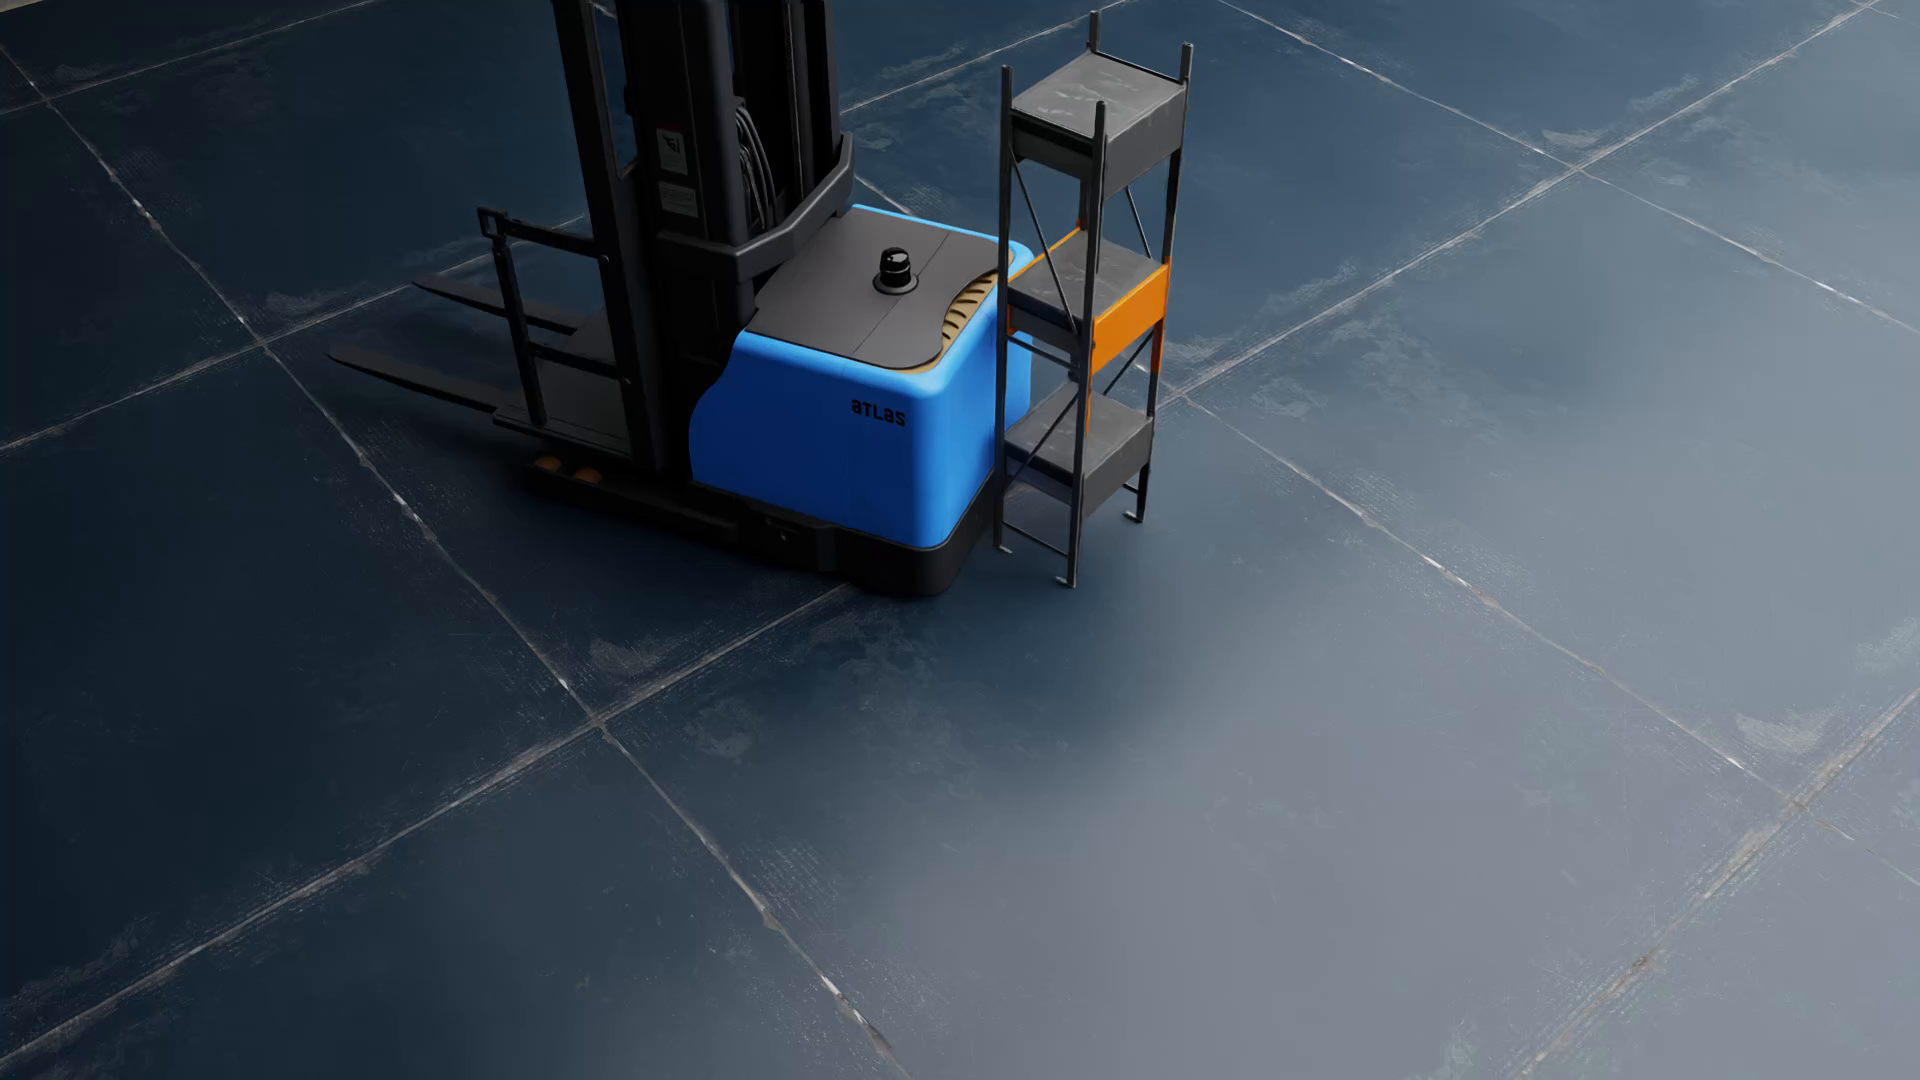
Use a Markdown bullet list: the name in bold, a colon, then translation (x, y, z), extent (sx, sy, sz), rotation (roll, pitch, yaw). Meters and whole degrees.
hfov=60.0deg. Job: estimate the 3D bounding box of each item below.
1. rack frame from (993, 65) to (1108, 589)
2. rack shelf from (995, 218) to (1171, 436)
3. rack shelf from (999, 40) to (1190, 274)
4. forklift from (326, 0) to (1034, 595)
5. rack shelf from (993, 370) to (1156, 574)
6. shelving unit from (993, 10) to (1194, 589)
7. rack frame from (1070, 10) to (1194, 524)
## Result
- **rack frame**: translation (0.294, -0.660, 5.919), extent (0.400, 2.100, 0.015), rotation (28, 50, 27)
- **rack shelf**: translation (0.445, -0.781, 6.068), extent (0.431, 0.518, 0.480), rotation (28, 50, 27)
- **rack shelf**: translation (0.445, -1.291, 5.588), extent (0.431, 0.518, 0.480), rotation (28, 50, 27)
- **forklift**: translation (-1.262, -1.520, 6.227), extent (3.031, 2.935, 1.130), rotation (17, 46, 17)
- **rack shelf**: translation (0.445, -0.271, 6.547), extent (0.431, 0.518, 0.480), rotation (28, 50, 27)
- **shelving unit**: translation (0.445, -0.791, 6.058), extent (0.431, 2.100, 0.503), rotation (28, 50, 27)
- **rack frame**: translation (0.597, -0.922, 6.198), extent (0.400, 2.100, 0.015), rotation (28, 50, 27)
